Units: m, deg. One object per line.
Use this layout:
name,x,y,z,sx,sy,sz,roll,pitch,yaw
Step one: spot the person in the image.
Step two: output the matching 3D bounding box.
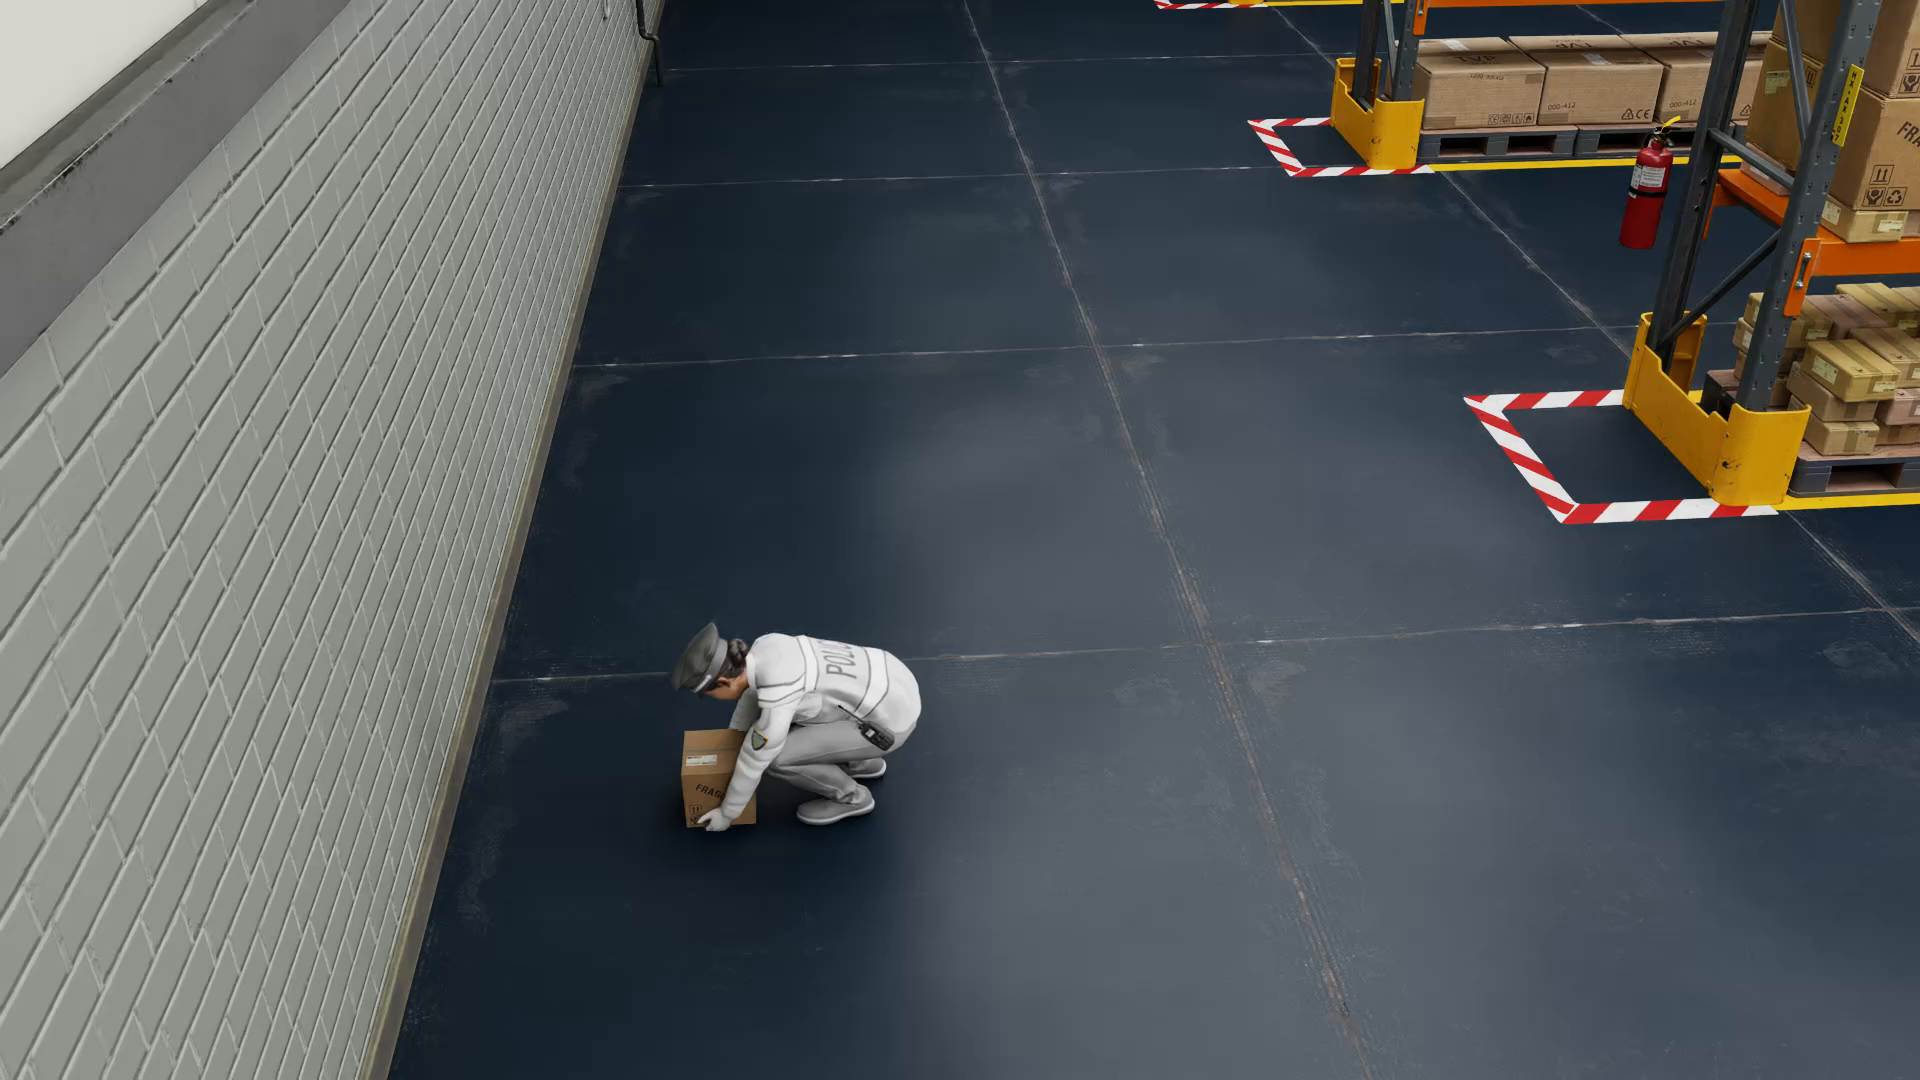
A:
person,-0.577,0.642,5.967,0.874,0.840,0.473,-3,31,-5
